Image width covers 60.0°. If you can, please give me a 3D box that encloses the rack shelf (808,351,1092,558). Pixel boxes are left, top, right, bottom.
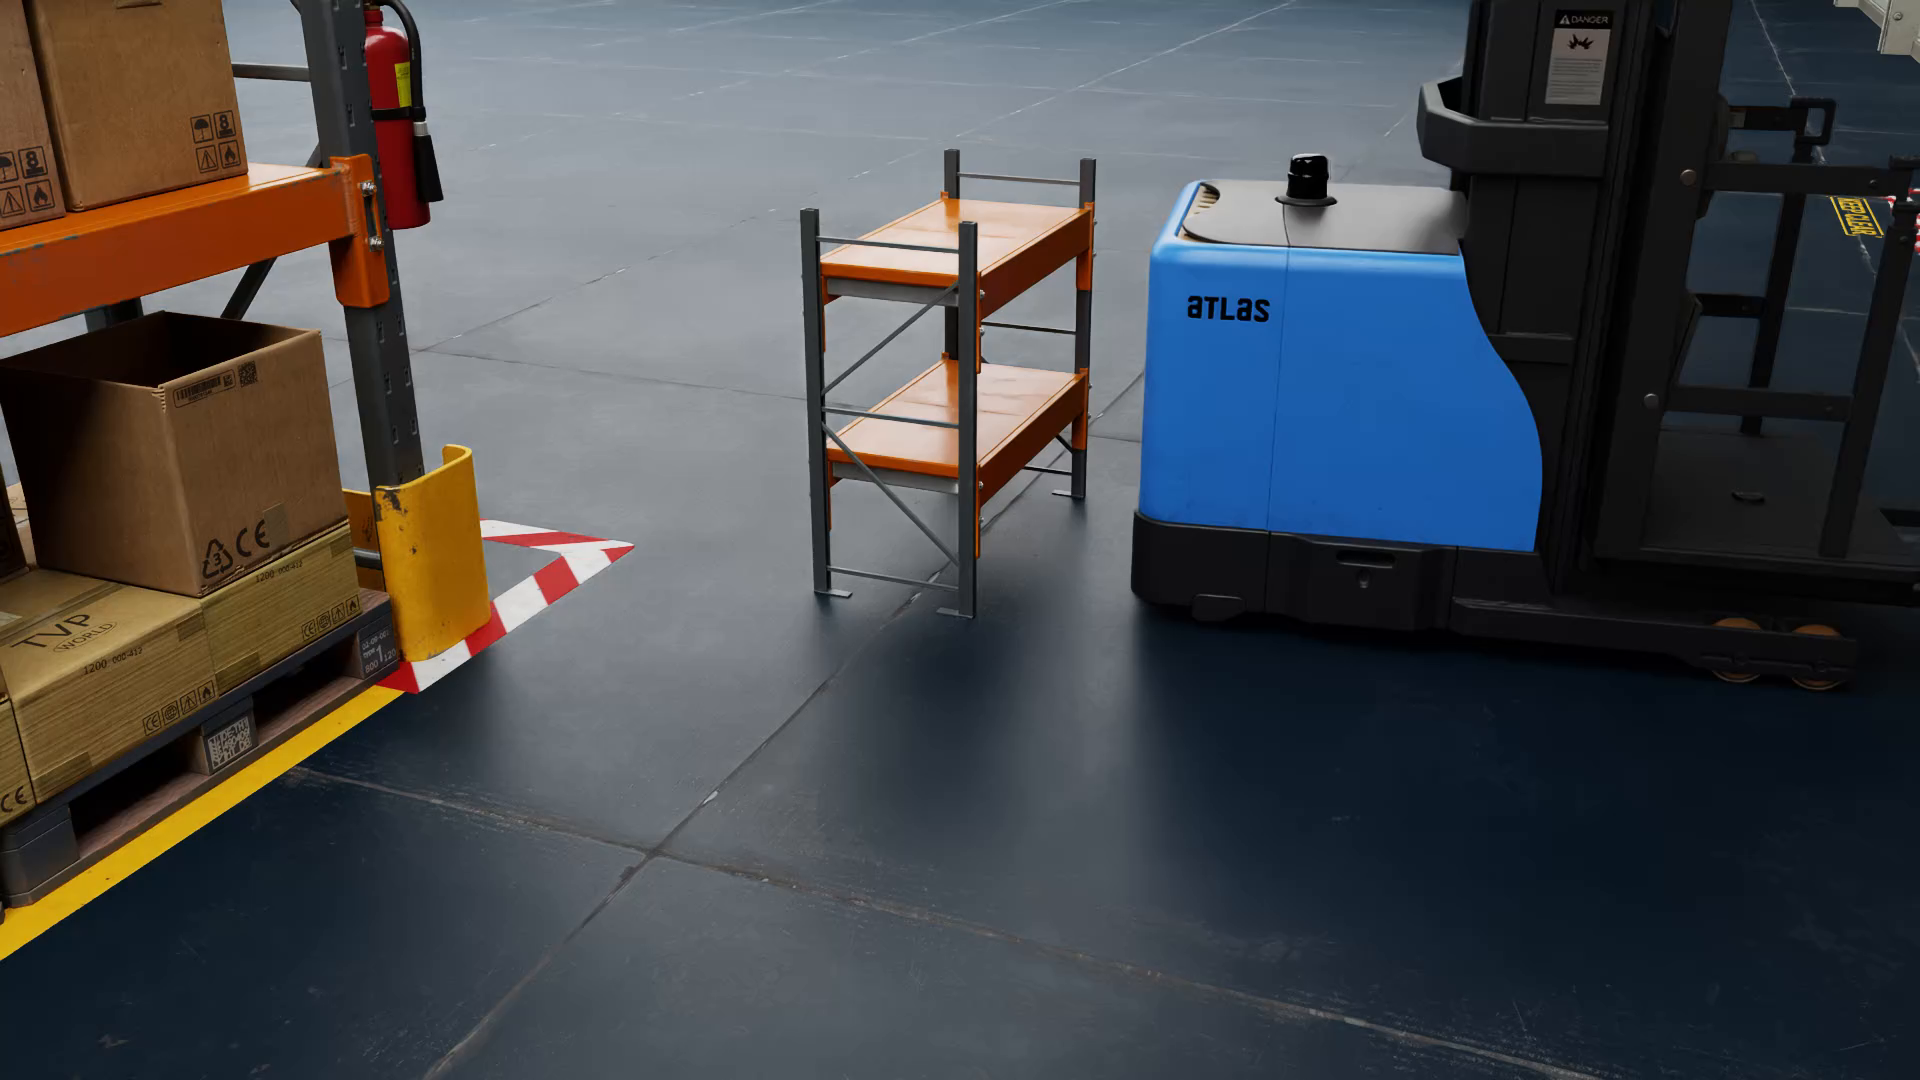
[{"bbox_3d":[-0.003,-0.291,5.122,0.538,0.278,1.000,9,24,20],"label":"rack shelf"}]

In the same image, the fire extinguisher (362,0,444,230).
[{"bbox_3d":[-1.449,-1.125,4.152,0.296,0.674,0.183,9,24,20],"label":"fire extinguisher"}]

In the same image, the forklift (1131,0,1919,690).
[{"bbox_3d":[2.058,-1.187,4.290,3.031,2.935,1.130,5,23,11],"label":"forklift"}]

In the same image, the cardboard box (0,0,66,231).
[{"bbox_3d":[-2.300,-0.877,3.329,0.700,0.500,0.500,9,24,21],"label":"cardboard box"}]

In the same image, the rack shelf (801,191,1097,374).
[{"bbox_3d":[-0.003,-0.787,4.915,0.538,0.278,1.000,9,24,20],"label":"rack shelf"}]

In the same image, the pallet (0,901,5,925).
[{"bbox_3d":[-2.624,0.816,3.022,1.003,0.211,1.213,9,24,20],"label":"pallet"}]

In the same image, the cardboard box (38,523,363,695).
[{"bbox_3d":[-1.849,0.124,4.084,0.500,0.250,0.500,9,24,20],"label":"cardboard box"}]

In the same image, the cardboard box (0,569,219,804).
[{"bbox_3d":[-2.024,0.305,3.651,0.500,0.250,0.500,9,24,20],"label":"cardboard box"}]

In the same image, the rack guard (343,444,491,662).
[{"bbox_3d":[-1.915,-0.040,4.698,1.175,0.500,0.348,9,24,20],"label":"rack guard"}]

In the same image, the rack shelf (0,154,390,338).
[{"bbox_3d":[-2.667,-0.137,2.621,1.077,0.370,4.000,9,24,20],"label":"rack shelf"}]

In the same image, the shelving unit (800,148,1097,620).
[{"bbox_3d":[-0.003,-0.517,5.027,0.538,1.125,1.048,9,24,20],"label":"shelving unit"}]

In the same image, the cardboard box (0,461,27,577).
[{"bbox_3d":[-2.514,-0.117,3.688,0.500,0.500,0.500,9,24,20],"label":"cardboard box"}]

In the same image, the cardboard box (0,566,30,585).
[{"bbox_3d":[-2.512,0.229,3.832,0.500,0.250,0.500,9,24,20],"label":"cardboard box"}]

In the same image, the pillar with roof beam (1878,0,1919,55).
[{"bbox_3d":[5.909,-9.929,17.345,9.100,9.000,0.400,9,24,20],"label":"pillar with roof beam"}]

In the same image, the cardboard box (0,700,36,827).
[{"bbox_3d":[-2.208,0.484,3.222,0.500,0.250,0.500,9,24,20],"label":"cardboard box"}]

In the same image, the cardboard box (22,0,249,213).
[{"bbox_3d":[-2.110,-1.066,3.780,0.700,0.500,0.500,9,24,20],"label":"cardboard box"}]

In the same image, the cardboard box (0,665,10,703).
[{"bbox_3d":[-2.205,0.138,3.077,0.500,0.500,0.500,9,24,20],"label":"cardboard box"}]

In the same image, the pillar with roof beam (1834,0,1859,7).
[{"bbox_3d":[8.137,-12.076,22.485,9.100,9.000,0.400,9,24,20],"label":"pillar with roof beam"}]

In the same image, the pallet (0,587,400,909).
[{"bbox_3d":[-2.170,0.381,4.063,1.003,0.211,1.213,9,24,20],"label":"pallet"}]

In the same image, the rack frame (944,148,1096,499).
[{"bbox_3d":[0.186,-0.699,5.463,0.500,1.125,0.032,9,24,20],"label":"rack frame"}]

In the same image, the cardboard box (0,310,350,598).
[{"bbox_3d":[-1.847,-0.222,3.938,0.500,0.500,0.500,9,24,20],"label":"cardboard box"}]

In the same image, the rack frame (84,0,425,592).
[{"bbox_3d":[-1.924,-1.185,4.195,1.000,3.000,0.127,9,24,20],"label":"rack frame"}]

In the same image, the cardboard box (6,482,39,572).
[{"bbox_3d":[-2.330,0.050,4.261,0.500,0.250,0.500,9,24,20],"label":"cardboard box"}]

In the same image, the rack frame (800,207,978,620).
[{"bbox_3d":[-0.191,-0.335,4.592,0.500,1.125,0.032,9,24,20],"label":"rack frame"}]
